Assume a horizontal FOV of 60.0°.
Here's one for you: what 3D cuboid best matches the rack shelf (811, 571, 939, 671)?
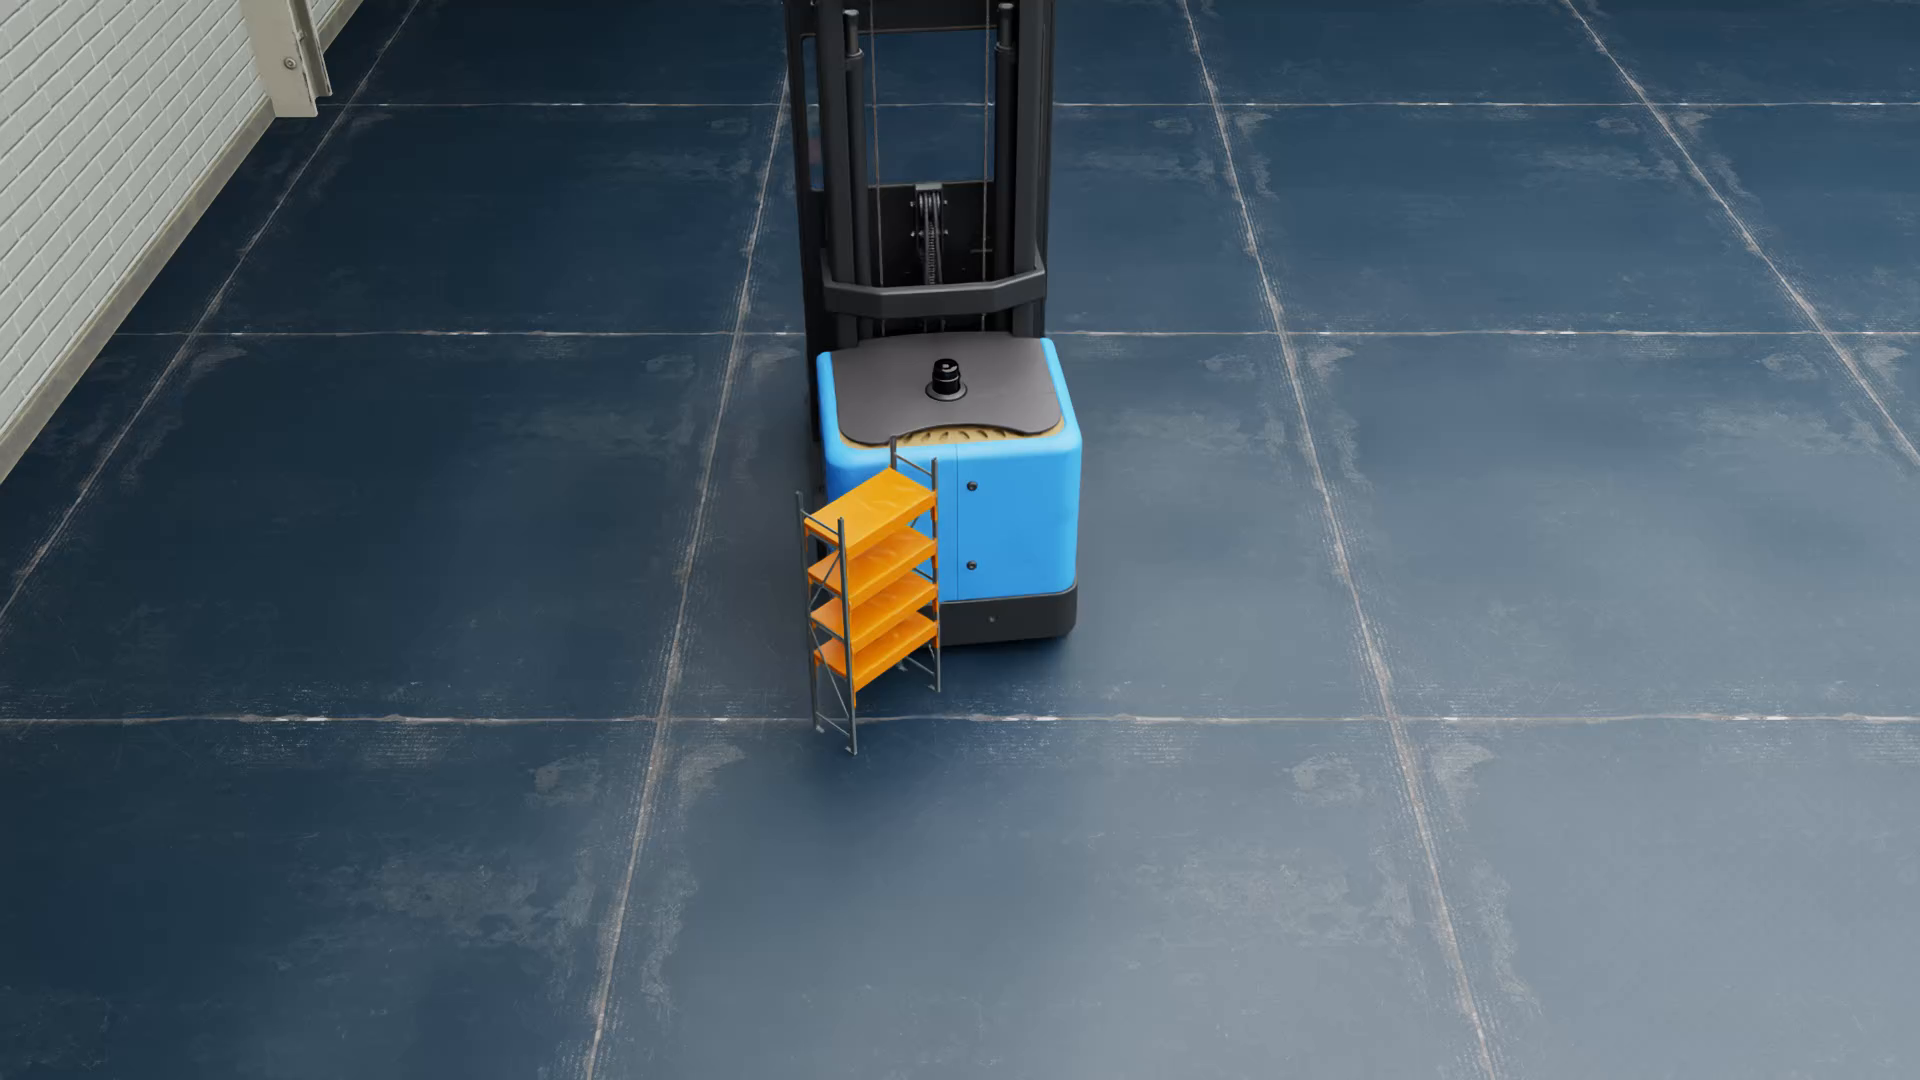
[{"bbox_3d":[-0.341,0.284,6.544,0.258,0.148,0.480,30,47,32],"label":"rack shelf"}]

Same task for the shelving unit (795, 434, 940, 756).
[{"bbox_3d":[-0.341,0.231,6.502,0.258,1.200,0.503,30,47,32],"label":"shelving unit"}]

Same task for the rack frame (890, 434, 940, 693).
[{"bbox_3d":[-0.175,0.119,6.642,0.240,1.200,0.015,30,47,32],"label":"rack frame"}]

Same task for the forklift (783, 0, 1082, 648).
[{"bbox_3d":[-0.188,-1.582,7.380,1.130,2.935,3.031,-4,39,-5],"label":"forklift"}]

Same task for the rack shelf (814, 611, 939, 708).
[{"bbox_3d":[-0.341,0.439,6.668,0.258,0.148,0.480,30,47,32],"label":"rack shelf"}]

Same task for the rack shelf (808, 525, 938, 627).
[{"bbox_3d":[-0.341,0.109,6.404,0.258,0.148,0.480,30,47,32],"label":"rack shelf"}]

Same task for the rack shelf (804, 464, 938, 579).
[{"bbox_3d":[-0.341,-0.075,6.256,0.258,0.148,0.480,30,47,32],"label":"rack shelf"}]

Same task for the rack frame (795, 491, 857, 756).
[{"bbox_3d":[-0.506,0.343,6.362,0.240,1.200,0.015,30,47,32],"label":"rack frame"}]

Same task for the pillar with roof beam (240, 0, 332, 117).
[{"bbox_3d":[-0.249,-6.527,8.699,9.100,9.000,0.400,0,39,0],"label":"pillar with roof beam"}]
